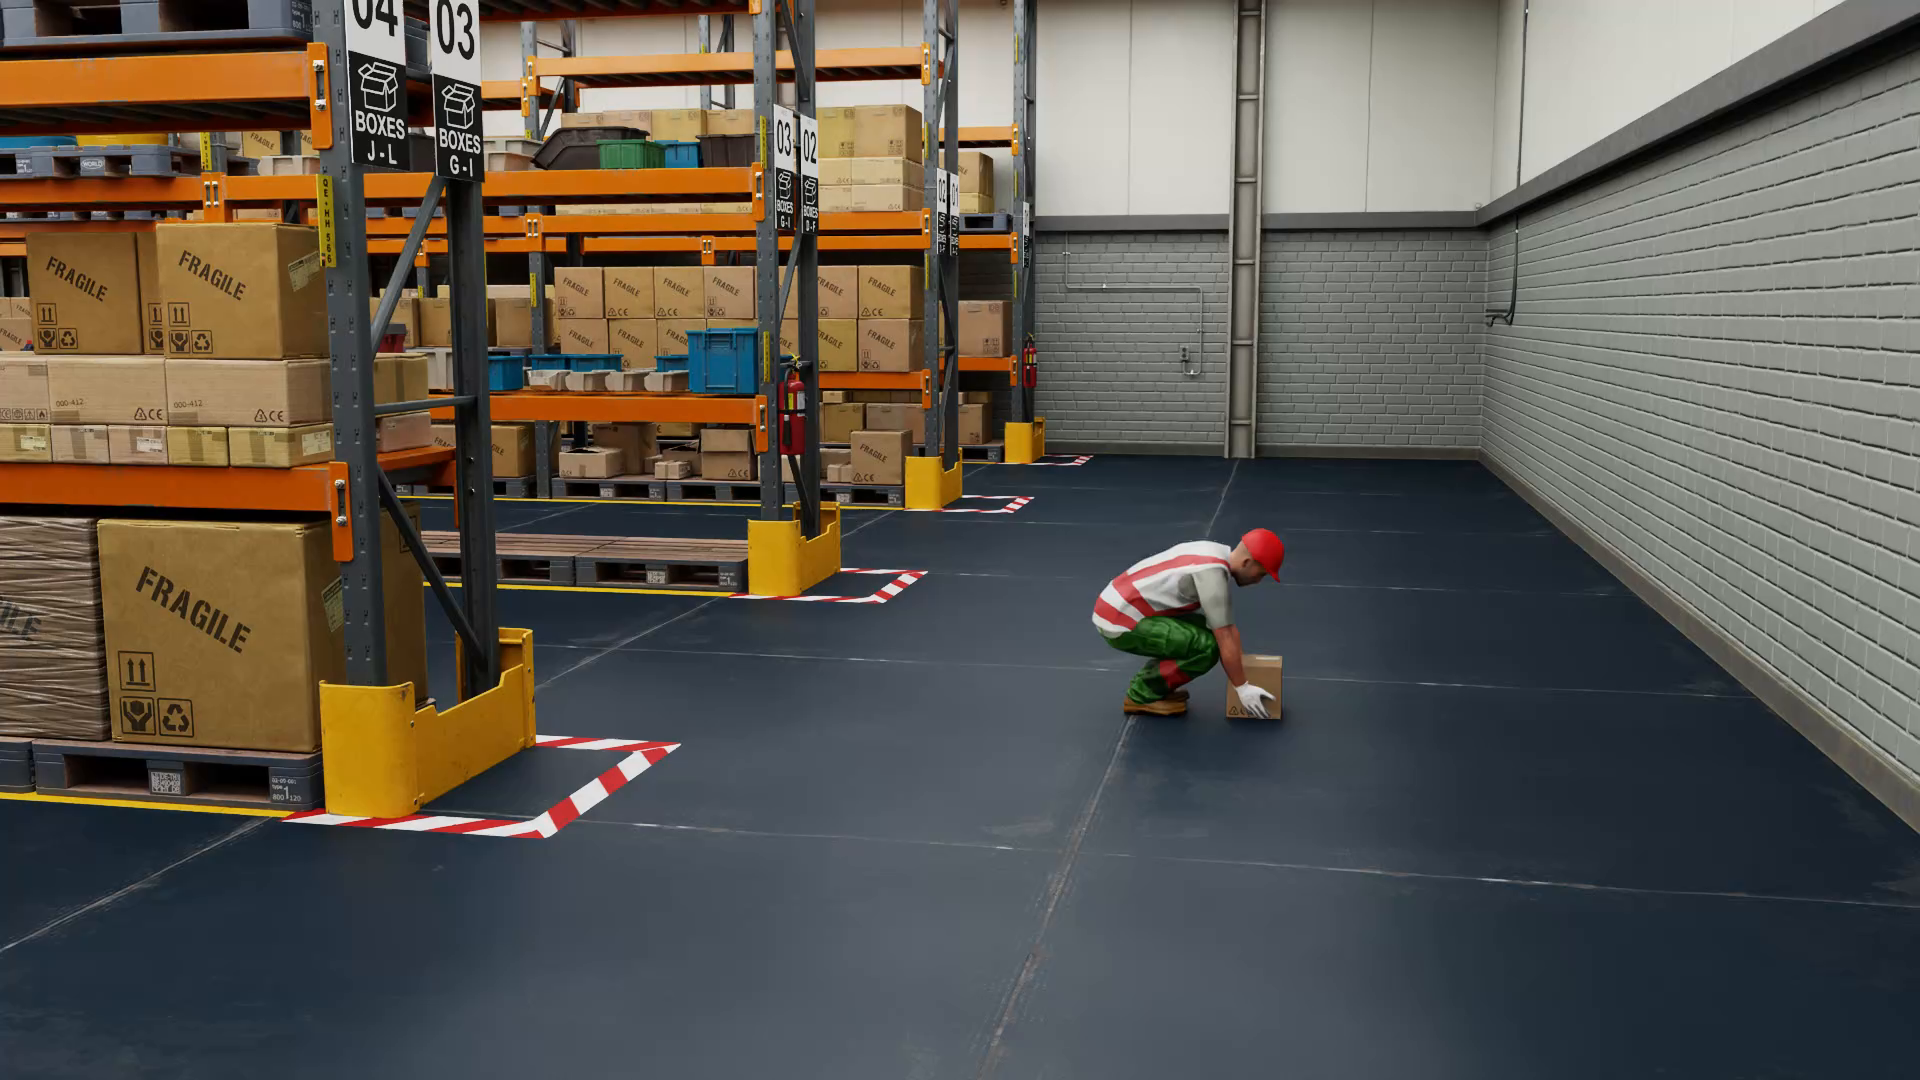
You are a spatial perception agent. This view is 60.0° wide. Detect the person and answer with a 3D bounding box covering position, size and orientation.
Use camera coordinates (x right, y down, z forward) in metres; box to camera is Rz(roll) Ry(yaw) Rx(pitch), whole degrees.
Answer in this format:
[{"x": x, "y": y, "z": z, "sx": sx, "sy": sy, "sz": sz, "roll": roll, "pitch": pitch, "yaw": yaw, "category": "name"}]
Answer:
[{"x": 1.076, "y": 0.379, "z": 7.878, "sx": 0.889, "sy": 0.878, "sz": 0.563, "roll": 2, "pitch": 8, "yaw": 11, "category": "person"}]
